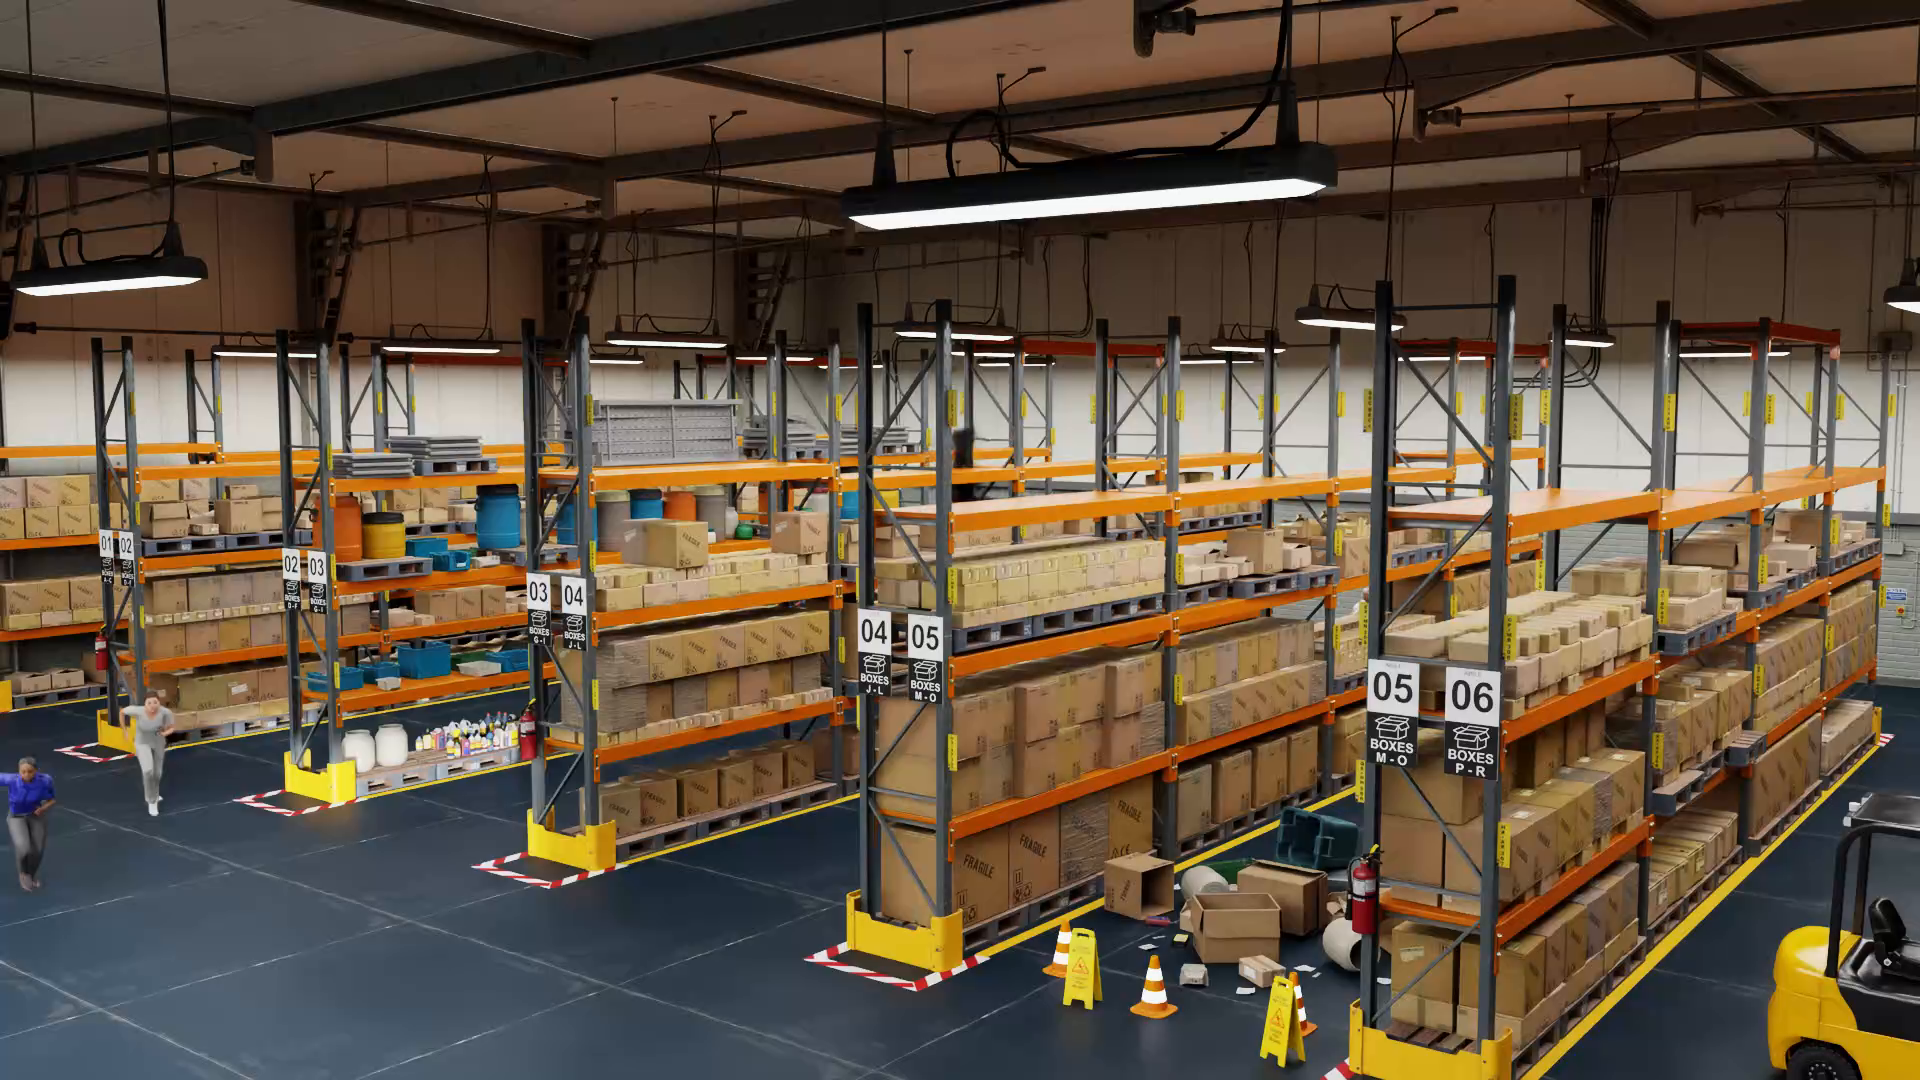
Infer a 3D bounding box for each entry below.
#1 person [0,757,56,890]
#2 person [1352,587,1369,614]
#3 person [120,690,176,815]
[{"bbox_3d":[-9.659,2.935,17.134,0.606,1.469,0.882,-3,6,-35],"label":"person"},{"bbox_3d":[7.429,1.705,30.250,0.580,1.724,0.841,3,6,35],"label":"person"},{"bbox_3d":[-10.066,2.612,20.630,0.608,1.594,0.949,-3,6,-30],"label":"person"}]
